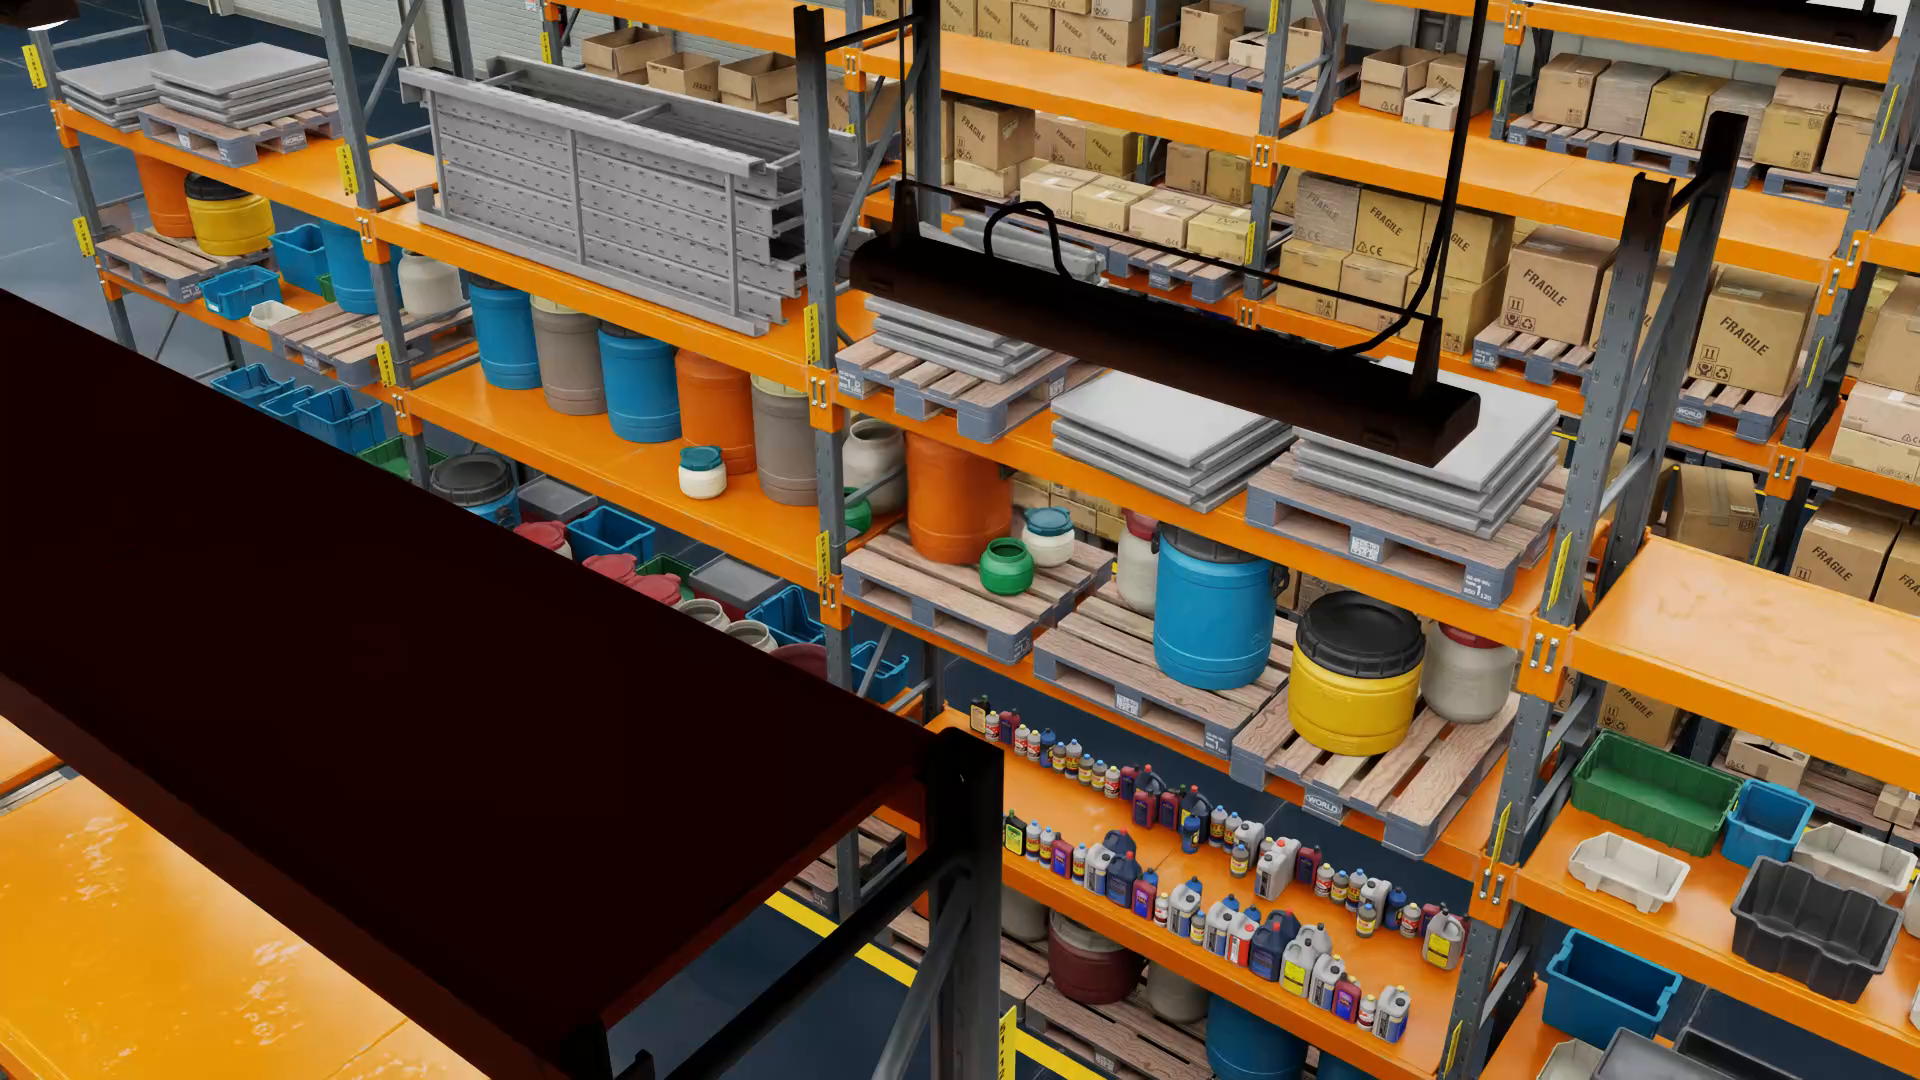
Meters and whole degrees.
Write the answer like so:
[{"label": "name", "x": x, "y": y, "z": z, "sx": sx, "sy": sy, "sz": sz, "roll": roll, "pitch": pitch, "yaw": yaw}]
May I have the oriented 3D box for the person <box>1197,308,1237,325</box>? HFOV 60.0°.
[{"label": "person", "x": 2.596, "y": -2.043, "z": 17.056, "sx": 0.474, "sy": 1.644, "sz": 0.518, "roll": -25, "pitch": 39, "yaw": -34}]
